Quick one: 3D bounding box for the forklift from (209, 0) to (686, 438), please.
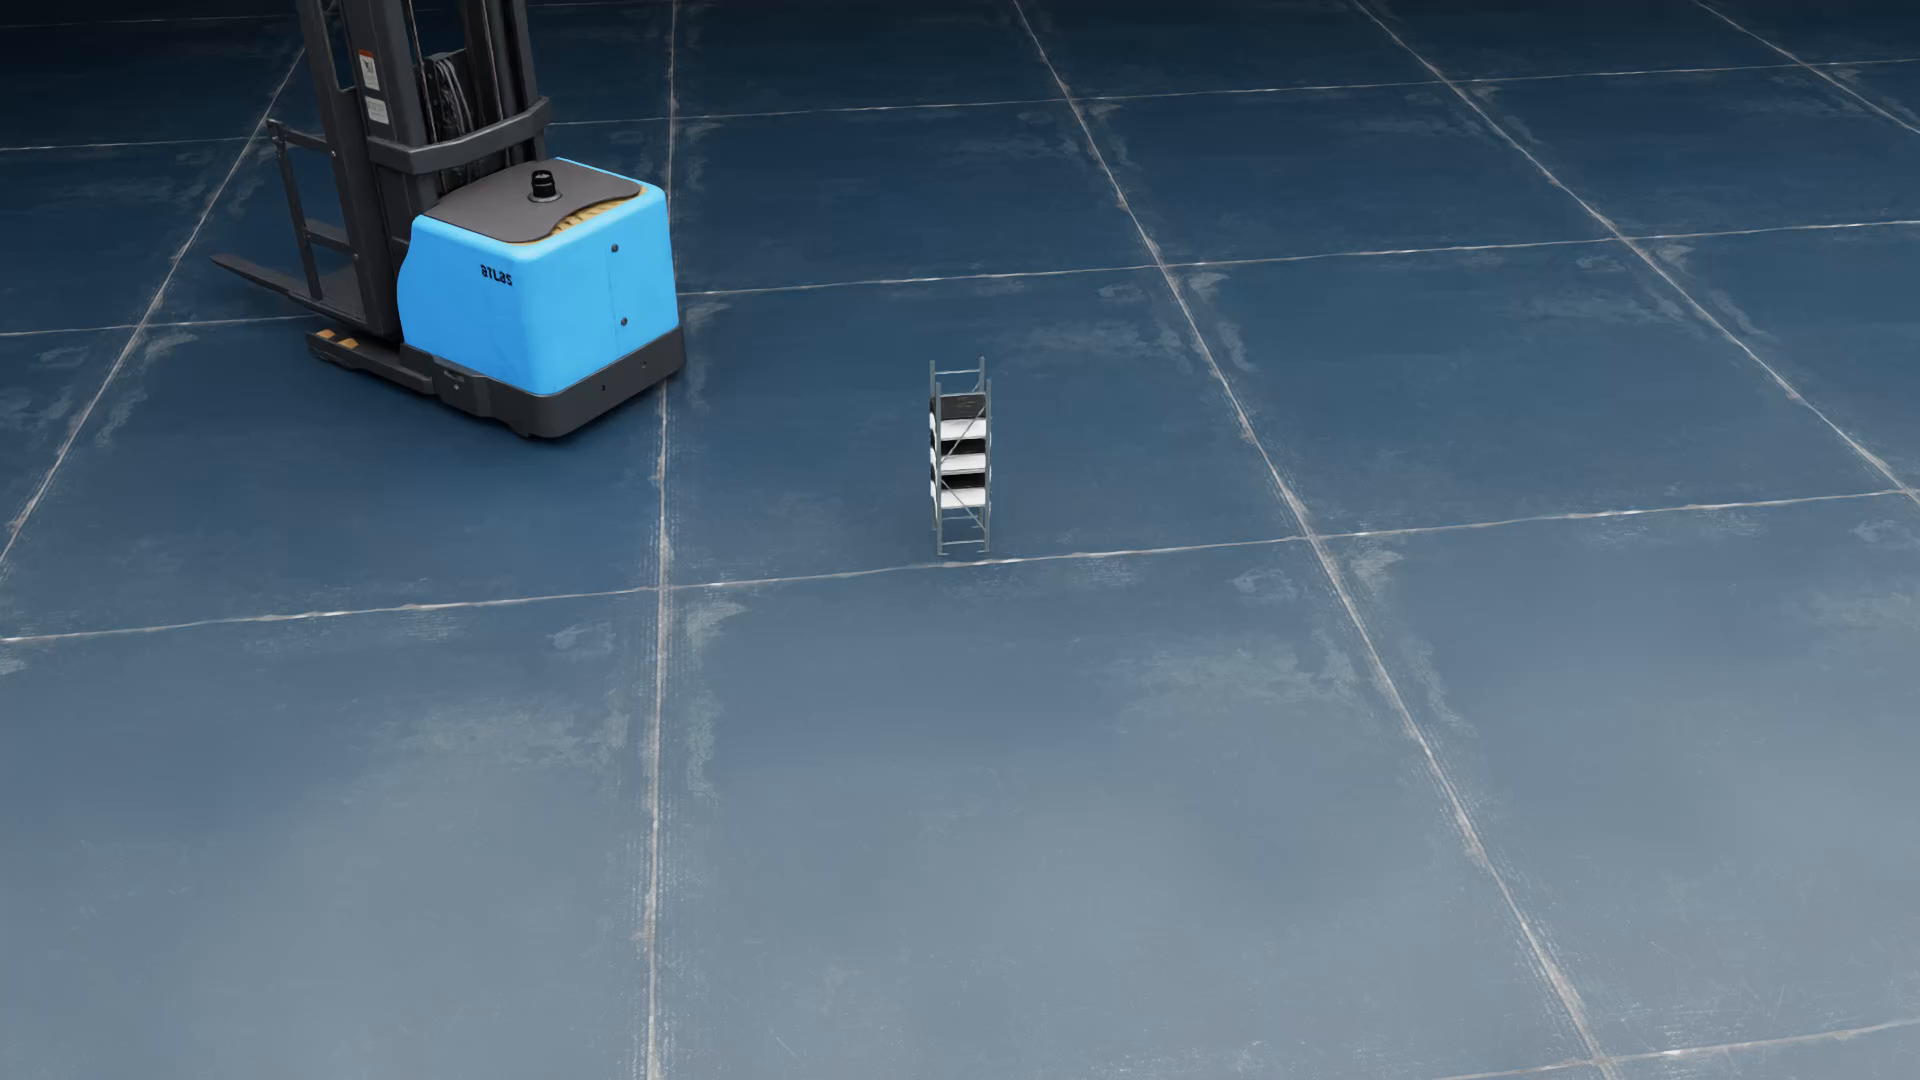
[{"bbox_3d":[-2.992,-2.369,8.624,3.031,2.935,1.130,21,40,28],"label":"forklift"}]

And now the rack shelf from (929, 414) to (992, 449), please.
[{"bbox_3d":[0.001,-0.489,7.407,0.258,0.077,0.200,-4,35,-6],"label":"rack shelf"}]

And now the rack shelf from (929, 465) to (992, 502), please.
[{"bbox_3d":[0.001,-0.265,7.559,0.258,0.077,0.200,-4,35,-6],"label":"rack shelf"}]

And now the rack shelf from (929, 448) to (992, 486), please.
[{"bbox_3d":[0.001,-0.340,7.509,0.258,0.077,0.200,-4,35,-6],"label":"rack shelf"}]

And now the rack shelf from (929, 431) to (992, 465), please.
[{"bbox_3d":[0.001,-0.414,7.458,0.258,0.077,0.200,-4,35,-6],"label":"rack shelf"}]

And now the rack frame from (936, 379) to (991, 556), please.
[{"bbox_3d":[0.015,-0.311,7.407,0.240,0.900,0.006,-4,35,-6],"label":"rack frame"}]

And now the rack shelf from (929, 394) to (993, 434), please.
[{"bbox_3d":[0.001,-0.563,7.357,0.258,0.077,0.200,-4,35,-6],"label":"rack shelf"}]

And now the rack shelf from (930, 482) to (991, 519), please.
[{"bbox_3d":[0.001,-0.191,7.610,0.258,0.077,0.200,-4,35,-6],"label":"rack shelf"}]

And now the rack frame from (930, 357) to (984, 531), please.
[{"bbox_3d":[-0.013,-0.424,7.573,0.240,0.900,0.006,-4,35,-6],"label":"rack frame"}]

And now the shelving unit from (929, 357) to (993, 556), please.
[{"bbox_3d":[0.001,-0.367,7.490,0.258,0.900,0.210,-4,35,-6],"label":"shelving unit"}]
